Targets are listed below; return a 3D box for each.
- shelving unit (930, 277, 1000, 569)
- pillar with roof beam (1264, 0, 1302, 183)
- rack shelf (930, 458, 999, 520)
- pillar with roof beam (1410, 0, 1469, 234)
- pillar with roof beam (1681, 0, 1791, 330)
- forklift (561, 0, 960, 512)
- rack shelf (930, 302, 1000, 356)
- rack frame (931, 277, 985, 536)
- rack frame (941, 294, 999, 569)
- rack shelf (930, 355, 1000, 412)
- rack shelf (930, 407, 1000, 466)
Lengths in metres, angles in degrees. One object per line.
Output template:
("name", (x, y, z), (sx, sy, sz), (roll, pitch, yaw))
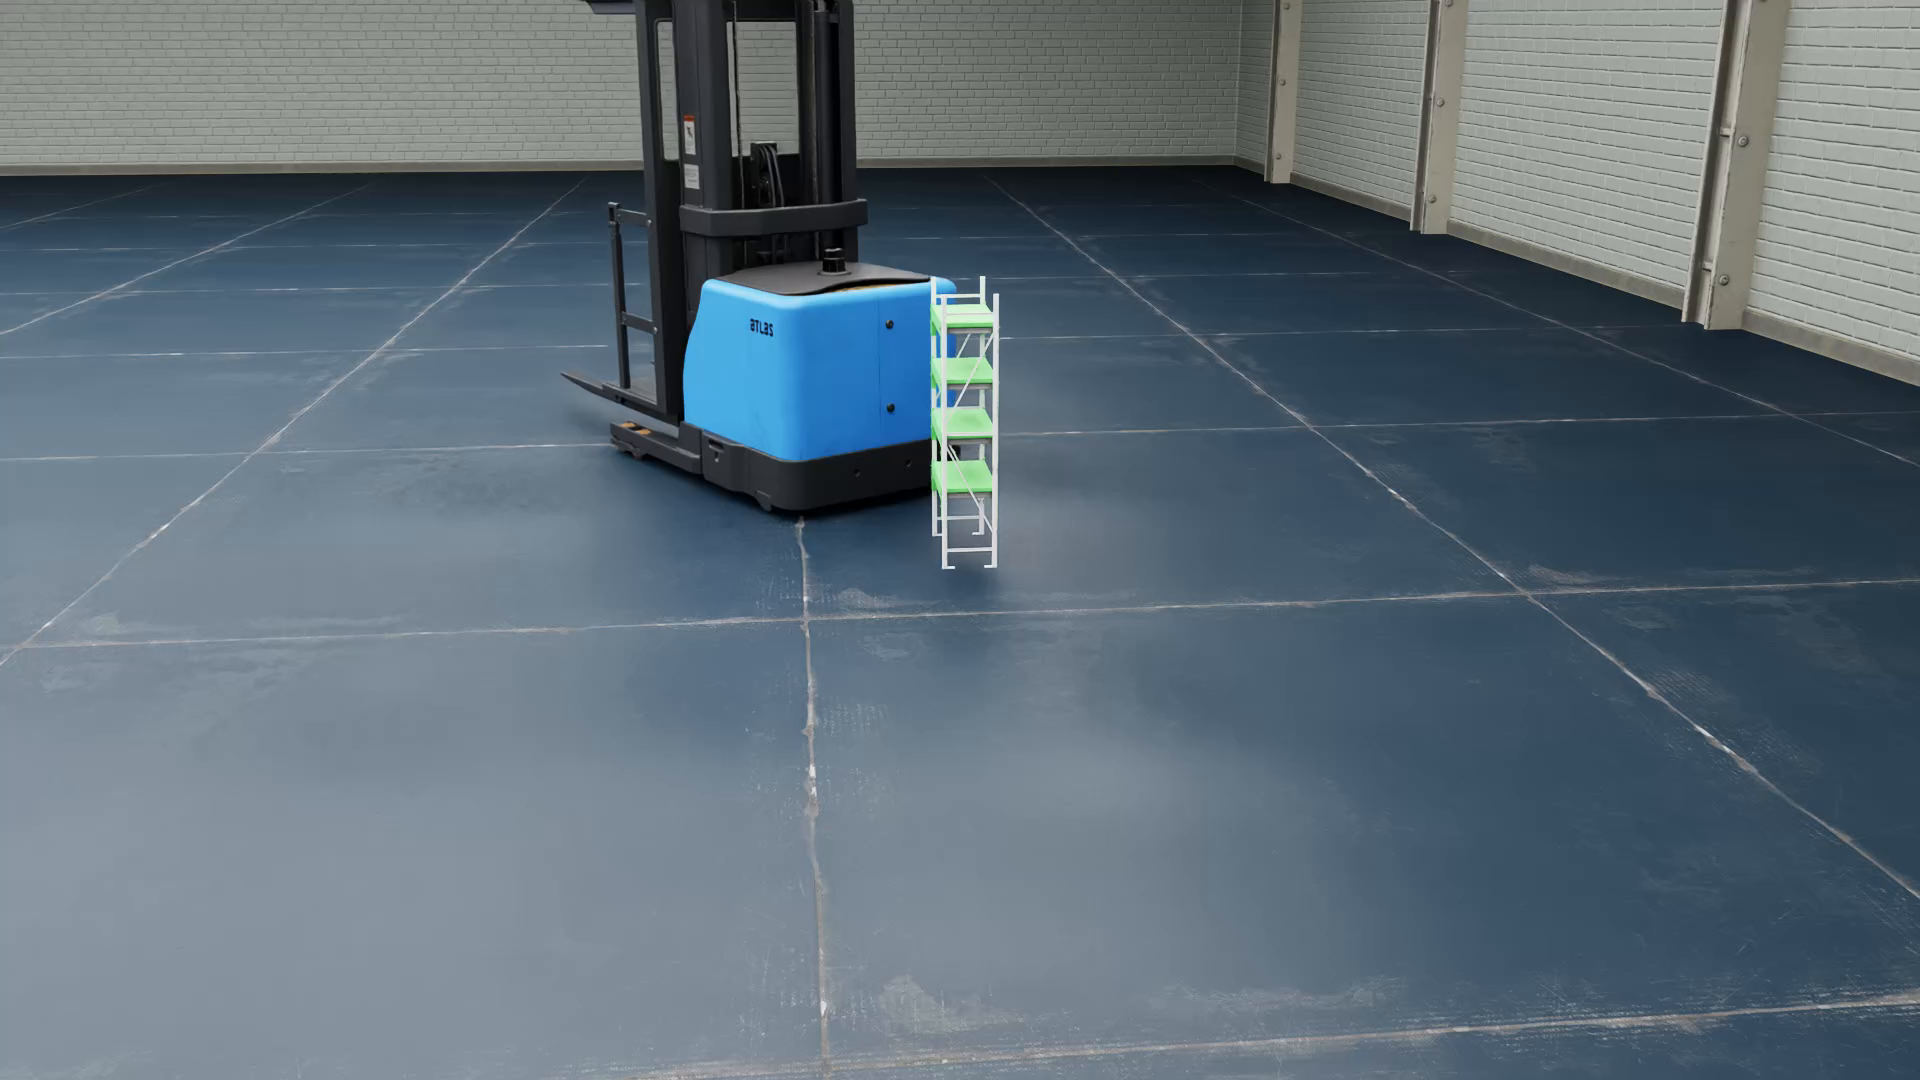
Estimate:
("shelving unit", (0.017, -0.523, 7.340), (0.258, 1.200, 0.503), (-2, 18, -6))
("pillar with roof beam", (0.392, -9.426, 22.678), (9.100, 9.000, 0.400), (-2, 18, -6))
("rack shelf", (0.017, -0.233, 7.431), (0.258, 0.148, 0.480), (-2, 18, -6))
("pillar with roof beam", (1.011, -7.639, 16.984), (9.100, 9.000, 0.400), (-2, 18, -6))
("pillar with roof beam", (1.629, -5.851, 11.290), (9.100, 9.000, 0.400), (-2, 18, -6))
("forklift", (-1.283, -1.914, 8.881), (1.130, 2.935, 3.031), (-13, 21, -35))
("rack shelf", (0.017, -0.920, 7.216), (0.258, 0.148, 0.480), (-2, 18, -6))
("rack frame", (-0.008, -0.596, 7.572), (0.240, 1.200, 0.015), (-2, 18, -6))
("rack frame", (0.042, -0.450, 7.109), (0.240, 1.200, 0.015), (-2, 18, -6))
("rack shelf", (0.017, -0.691, 7.288), (0.258, 0.148, 0.480), (-2, 18, -6))
("rack shelf", (0.017, -0.462, 7.359), (0.258, 0.148, 0.480), (-2, 18, -6))
